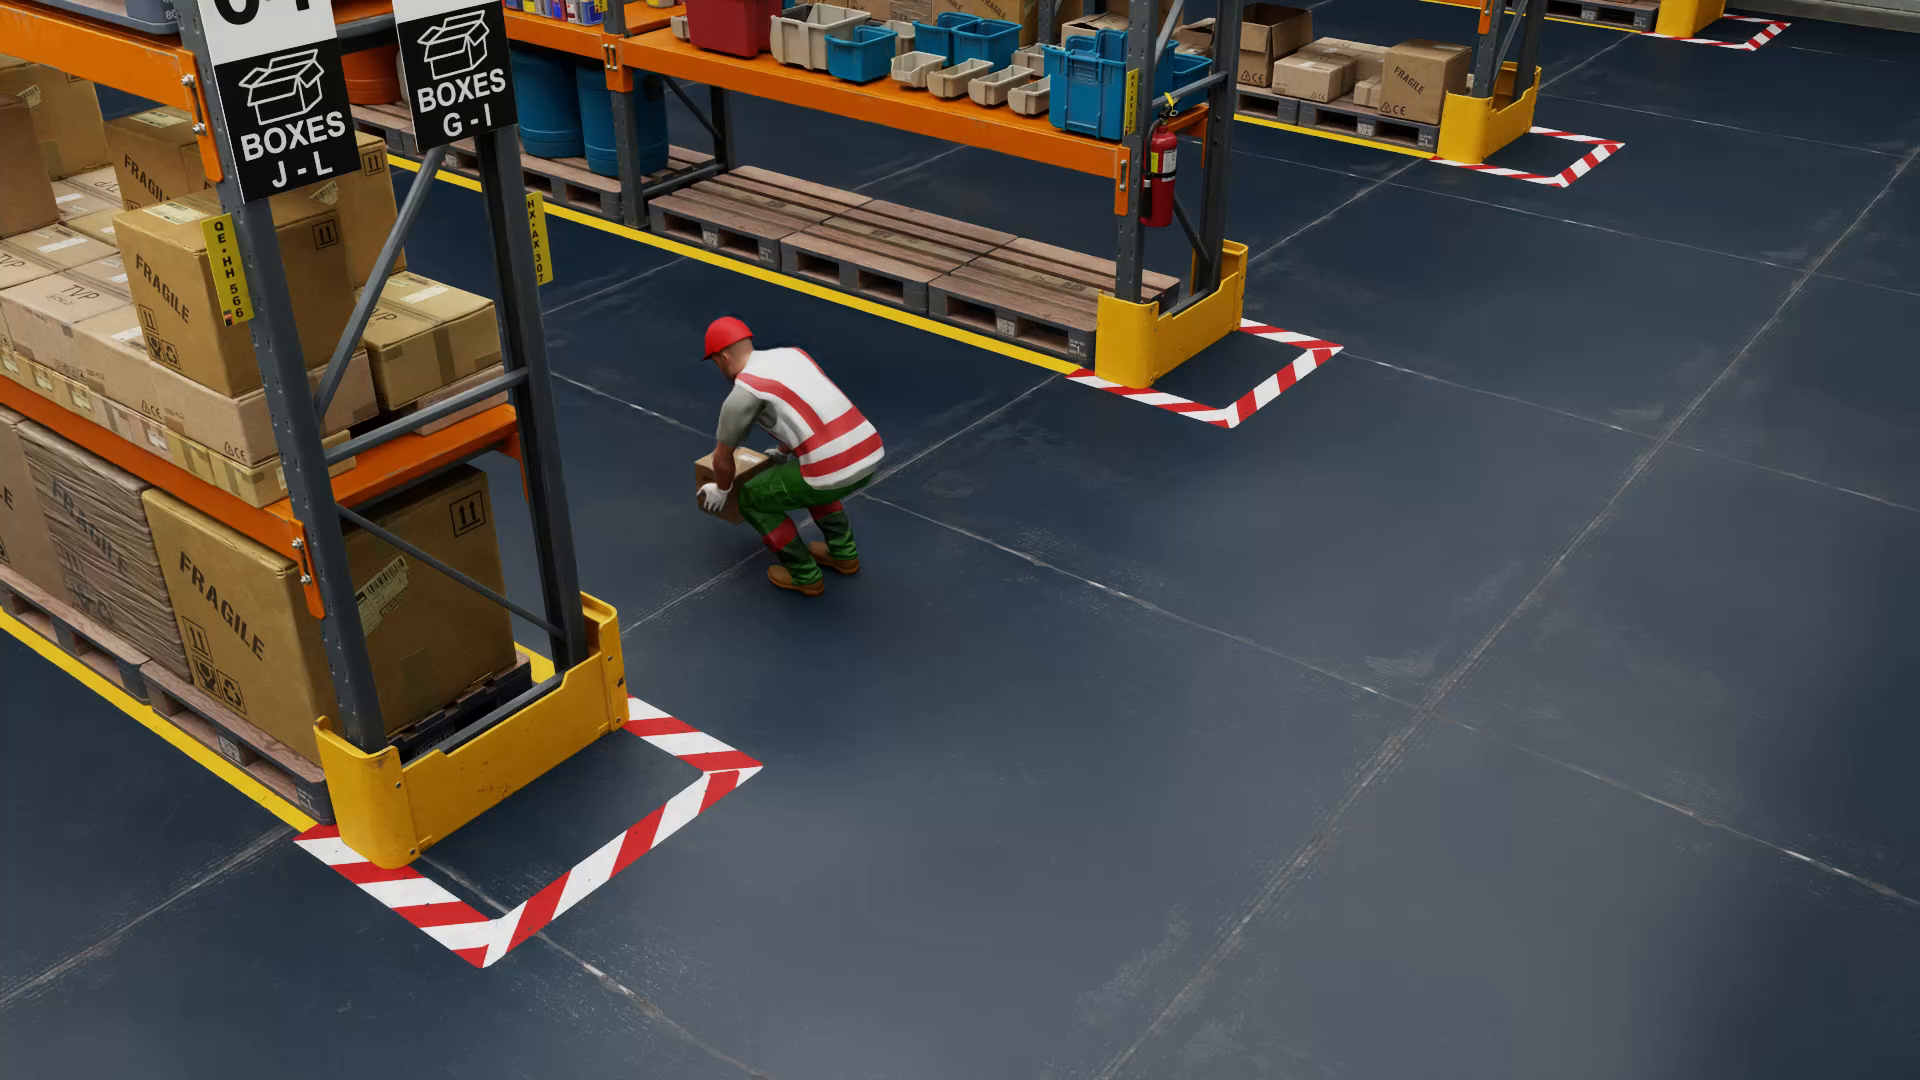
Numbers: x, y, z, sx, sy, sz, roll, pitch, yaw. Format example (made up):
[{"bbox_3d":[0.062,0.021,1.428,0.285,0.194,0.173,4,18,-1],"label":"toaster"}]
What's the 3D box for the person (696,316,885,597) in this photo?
[{"bbox_3d":[-0.756,-0.359,7.310,0.845,1.186,0.586,21,37,31],"label":"person"}]
